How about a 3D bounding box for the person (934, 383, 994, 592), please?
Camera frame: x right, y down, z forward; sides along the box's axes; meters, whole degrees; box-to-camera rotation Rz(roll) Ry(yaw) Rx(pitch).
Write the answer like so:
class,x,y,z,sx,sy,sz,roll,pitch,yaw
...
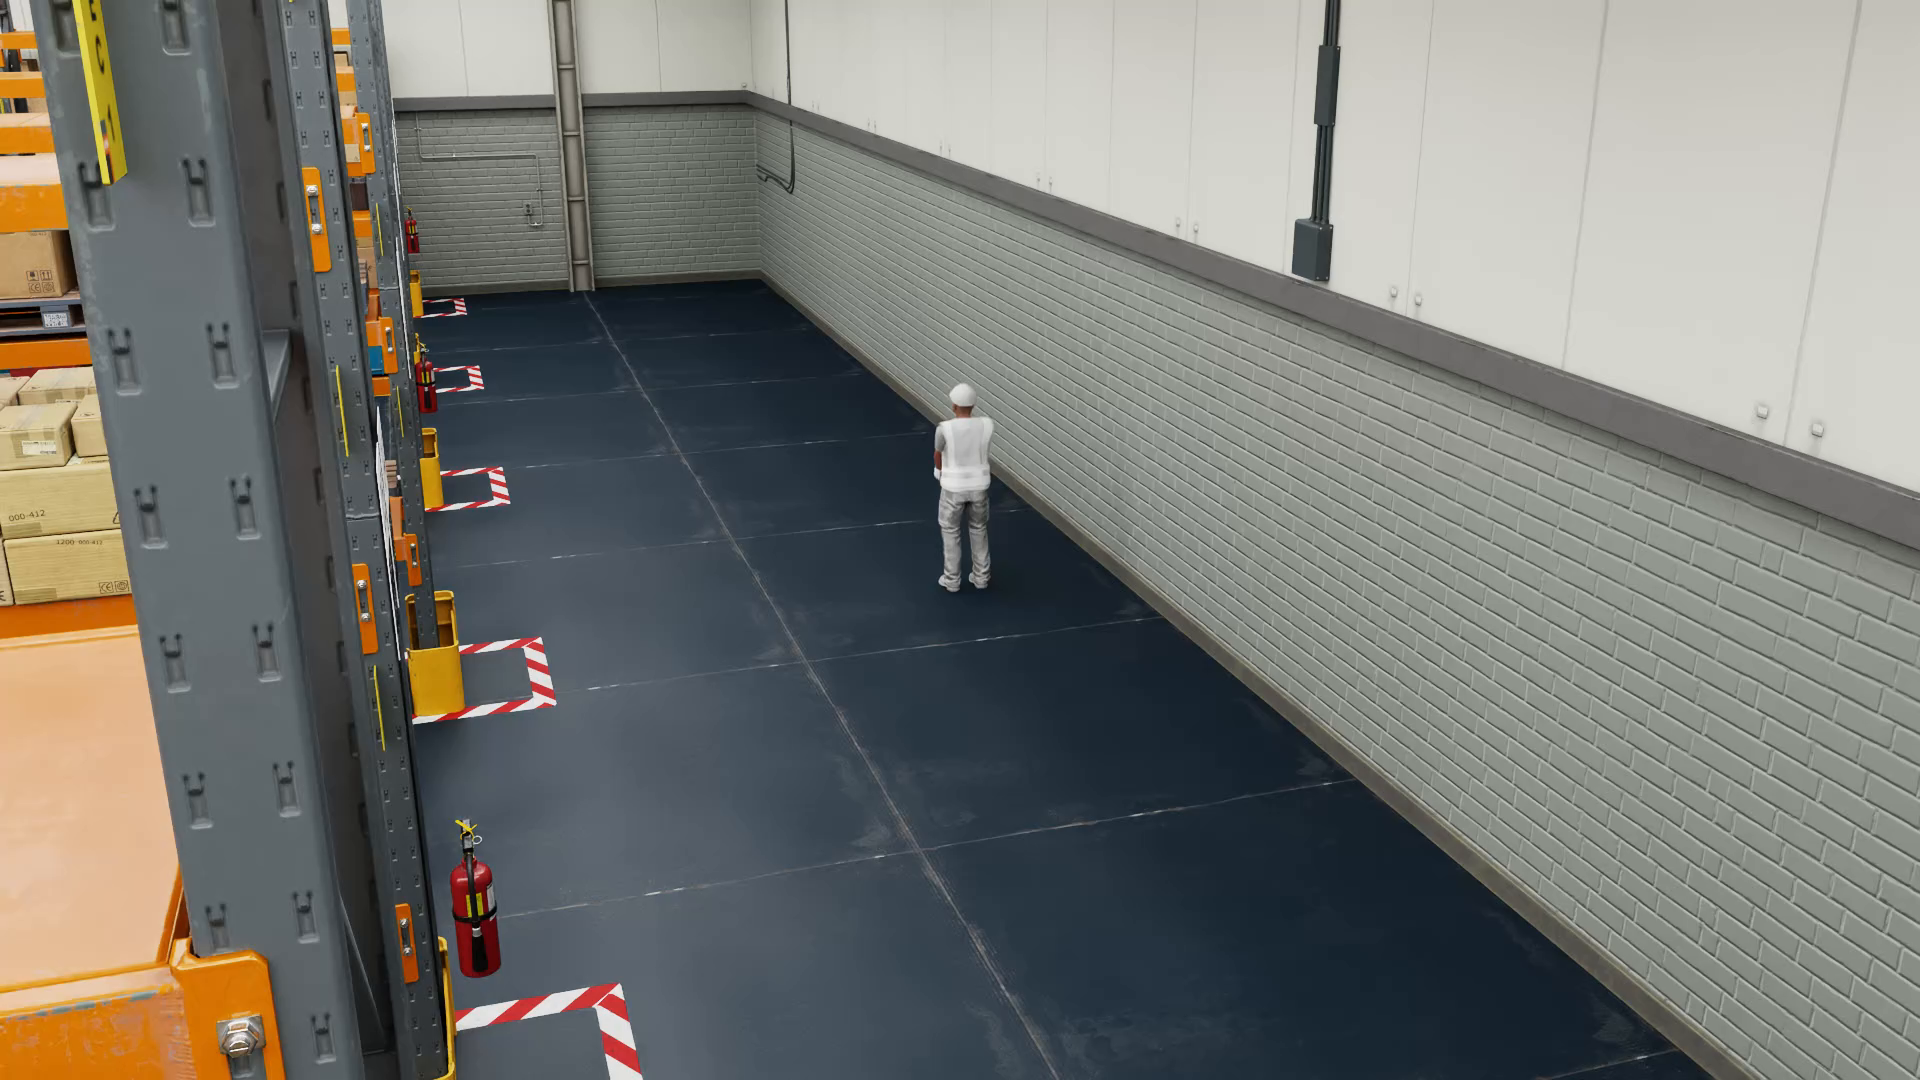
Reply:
class,x,y,z,sx,sy,sz,roll,pitch,yaw
person,-0.002,-0.473,13.971,0.489,1.781,0.565,-6,20,-17
